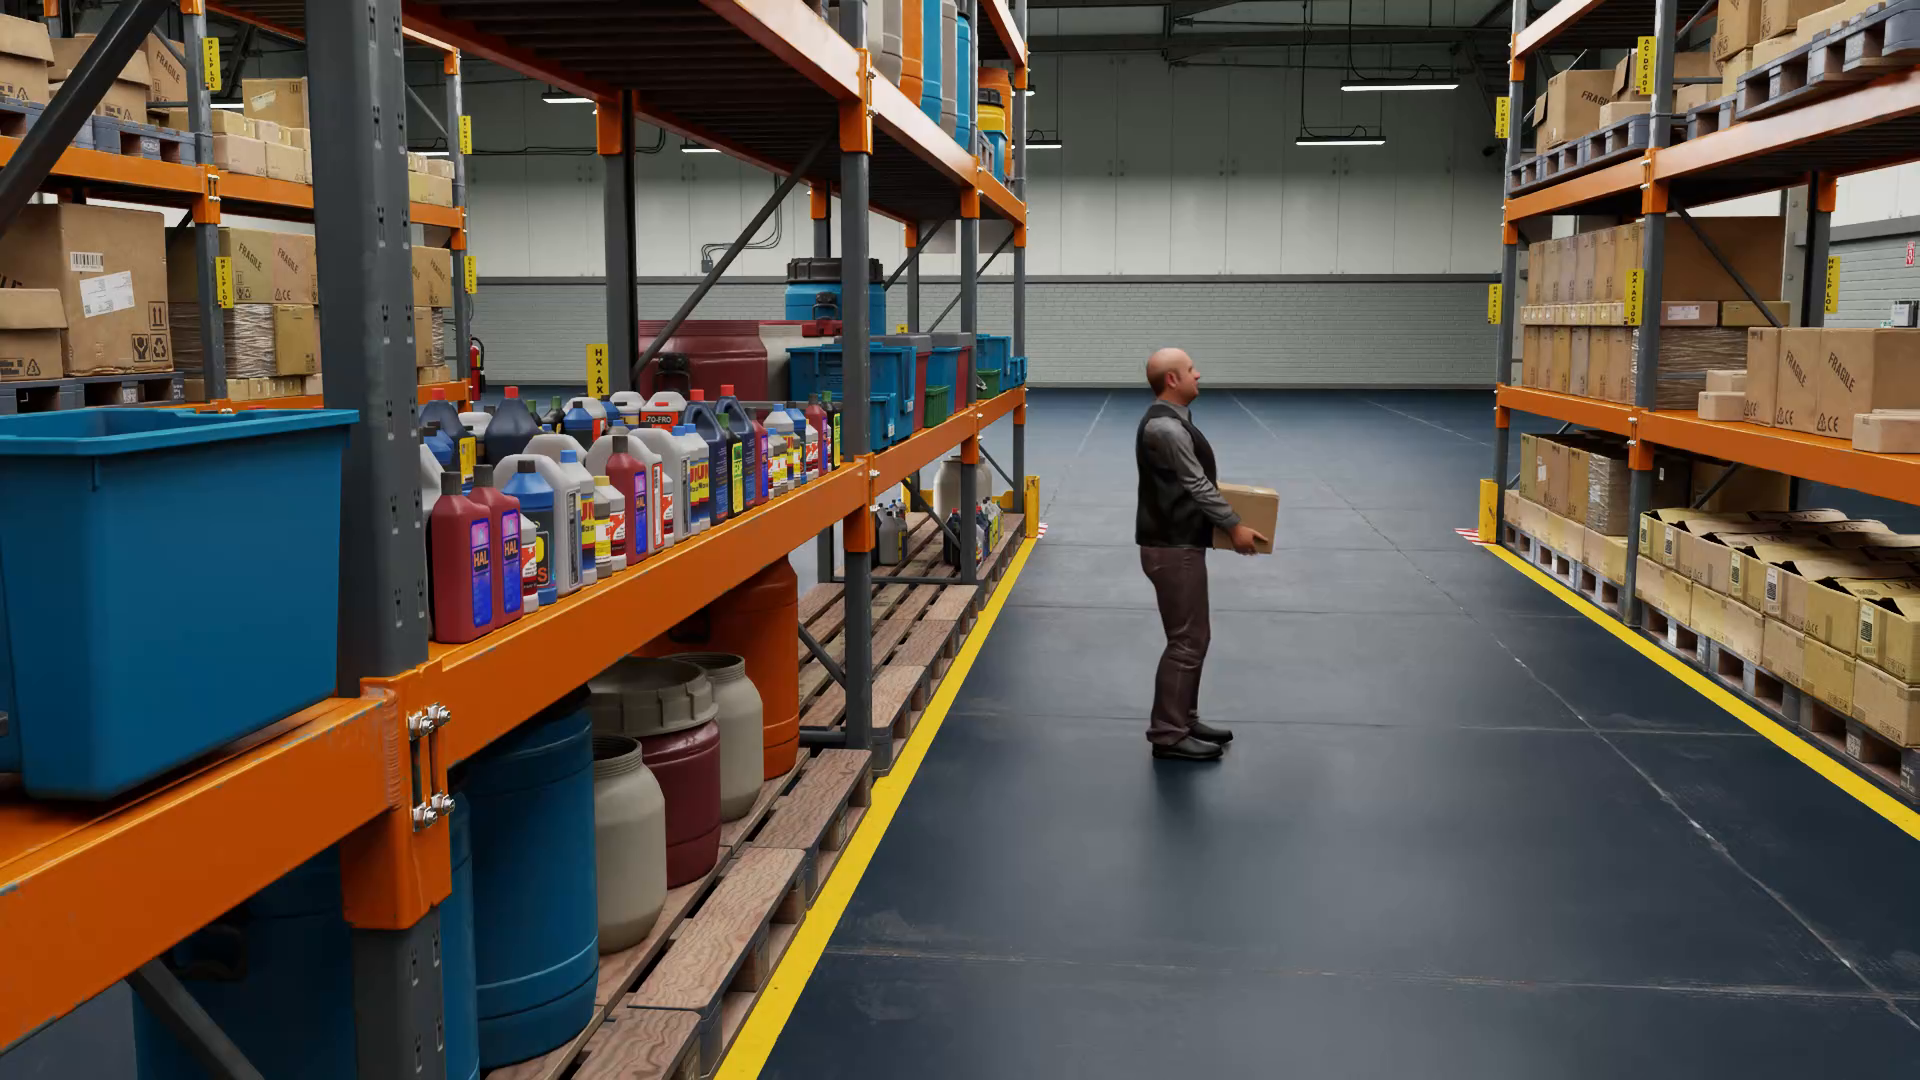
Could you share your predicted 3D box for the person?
[{"bbox_3d":[1.017,0.050,7.073,0.552,1.720,0.502,1,8,6],"label":"person"}]
